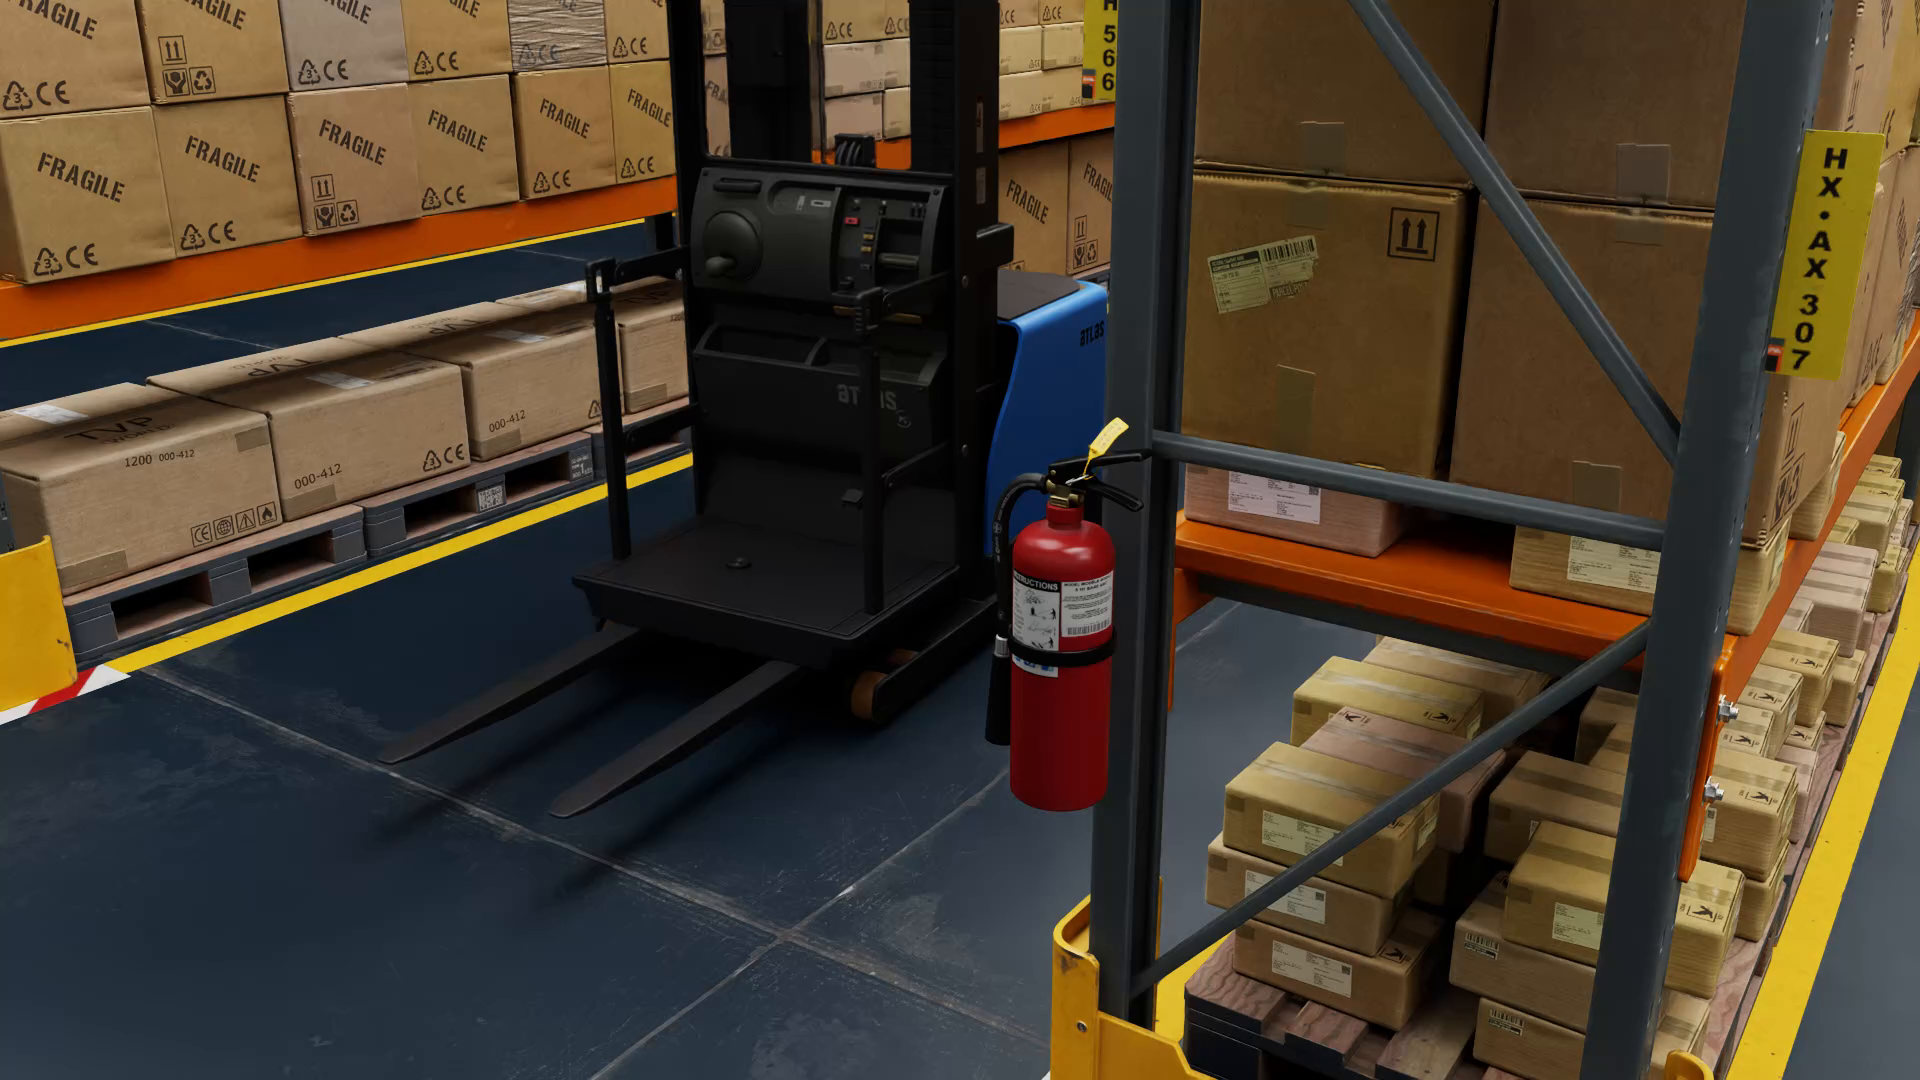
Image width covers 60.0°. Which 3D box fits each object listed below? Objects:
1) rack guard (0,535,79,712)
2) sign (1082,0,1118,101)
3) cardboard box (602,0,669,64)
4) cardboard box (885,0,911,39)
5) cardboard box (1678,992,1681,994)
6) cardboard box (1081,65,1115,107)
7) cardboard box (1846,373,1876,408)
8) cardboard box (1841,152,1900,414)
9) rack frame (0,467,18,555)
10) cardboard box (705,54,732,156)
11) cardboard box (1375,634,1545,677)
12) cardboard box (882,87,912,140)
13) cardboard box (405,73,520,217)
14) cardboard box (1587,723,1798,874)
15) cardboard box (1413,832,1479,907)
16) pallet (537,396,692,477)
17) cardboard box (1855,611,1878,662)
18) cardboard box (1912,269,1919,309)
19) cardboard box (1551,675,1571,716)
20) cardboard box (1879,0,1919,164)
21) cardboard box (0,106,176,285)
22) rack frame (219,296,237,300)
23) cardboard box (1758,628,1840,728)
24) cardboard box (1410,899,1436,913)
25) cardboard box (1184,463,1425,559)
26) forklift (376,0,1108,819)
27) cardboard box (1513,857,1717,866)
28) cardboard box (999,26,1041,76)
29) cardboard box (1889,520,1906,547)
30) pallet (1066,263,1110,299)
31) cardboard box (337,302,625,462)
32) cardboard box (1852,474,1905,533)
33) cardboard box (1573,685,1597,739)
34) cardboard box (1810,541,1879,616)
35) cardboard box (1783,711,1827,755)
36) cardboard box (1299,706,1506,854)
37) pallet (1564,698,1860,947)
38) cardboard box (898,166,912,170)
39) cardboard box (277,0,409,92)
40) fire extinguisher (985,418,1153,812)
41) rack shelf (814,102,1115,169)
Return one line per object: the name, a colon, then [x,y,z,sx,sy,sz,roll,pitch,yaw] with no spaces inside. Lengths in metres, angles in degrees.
rack guard: [-3.470,0.167,5.592,1.175,0.500,0.348,13,24,32]
sign: [0.246,-0.881,2.698,0.100,0.325,0.005,13,24,32]
cardboard box: [-1.537,-2.342,7.188,0.500,0.500,0.500,13,24,31]
cardboard box: [-0.460,-2.897,8.688,0.500,0.500,0.500,13,24,32]
cardboard box: [1.333,0.885,3.551,0.380,0.149,0.250,13,24,32]
cardboard box: [0.697,-2.892,10.475,0.500,0.250,0.500,14,24,33]
cardboard box: [1.982,-0.444,4.005,0.380,0.149,0.250,14,25,34]
cardboard box: [1.455,-0.496,3.208,0.500,0.500,0.500,13,24,32]
rack frame: [-3.457,-1.012,5.177,1.000,3.000,0.127,13,24,32]
cardboard box: [-1.257,-2.024,7.768,0.500,0.500,0.500,14,24,32]
cardboard box: [1.314,0.274,4.346,0.380,0.149,0.250,14,25,34]
cardboard box: [-0.453,-2.313,8.910,0.500,0.250,0.500,13,24,31]
cardboard box: [-2.120,-1.581,6.570,0.500,0.500,0.500,14,25,34]
cardboard box: [1.573,0.551,3.597,0.380,0.149,0.250,13,24,32]
cardboard box: [0.946,0.653,3.750,0.380,0.149,0.250,13,24,31]
pallet: [-1.700,-0.649,8.215,1.003,0.211,1.213,13,24,32]
cardboard box: [2.693,0.242,5.290,0.380,0.149,0.250,12,24,30]
cardboard box: [2.331,-0.925,4.368,0.500,0.500,0.500,13,24,32]
cardboard box: [1.485,0.347,4.577,0.380,0.149,0.250,15,25,34]
cardboard box: [1.444,-0.954,3.006,0.500,0.500,0.500,14,25,33]
cardboard box: [-2.949,-1.141,5.381,0.500,0.500,0.500,13,24,31]
rack frame: [-5.315,-3.127,10.894,1.000,3.000,0.127,13,24,32]
cardboard box: [1.993,0.320,4.223,0.380,0.149,0.250,14,24,33]
cardboard box: [0.878,0.779,3.839,0.380,0.149,0.250,14,25,33]
cardboard box: [0.644,-0.107,3.091,0.380,0.149,0.250,13,24,32]
forklift: [-0.571,-0.977,5.182,1.130,2.935,3.031,11,23,27]
cardboard box: [1.466,0.670,3.706,0.380,0.149,0.250,14,24,33]
cardboard box: [0.131,-2.835,9.602,0.500,0.250,0.500,12,24,30]
cardboard box: [2.887,0.010,5.490,0.380,0.149,0.250,12,23,29]
pallet: [0.535,-1.788,11.295,1.003,0.211,1.213,13,24,32]
cardboard box: [-2.153,-0.739,7.526,0.875,0.438,0.875,12,24,30]
cardboard box: [2.847,-0.128,5.435,0.380,0.149,0.250,14,24,32]
cardboard box: [1.692,0.429,4.785,0.380,0.149,0.250,14,25,33]
cardboard box: [2.427,0.099,4.819,0.380,0.149,0.250,12,23,29]
cardboard box: [2.112,0.530,4.512,0.380,0.149,0.250,13,24,32]
cardboard box: [0.971,0.523,3.673,0.380,0.149,0.250,14,24,33]
pallet: [1.909,0.636,4.743,1.003,0.211,1.213,13,24,32]
cardboard box: [-0.424,-1.814,9.804,0.875,0.875,0.875,14,25,33]
cardboard box: [-2.384,-1.909,6.016,0.500,0.500,0.500,13,24,31]
fire extinguisher: [0.171,0.118,2.772,0.296,0.674,0.183,13,24,32]
rack shelf: [-0.084,-2.396,9.956,1.077,0.370,4.000,13,24,32]
